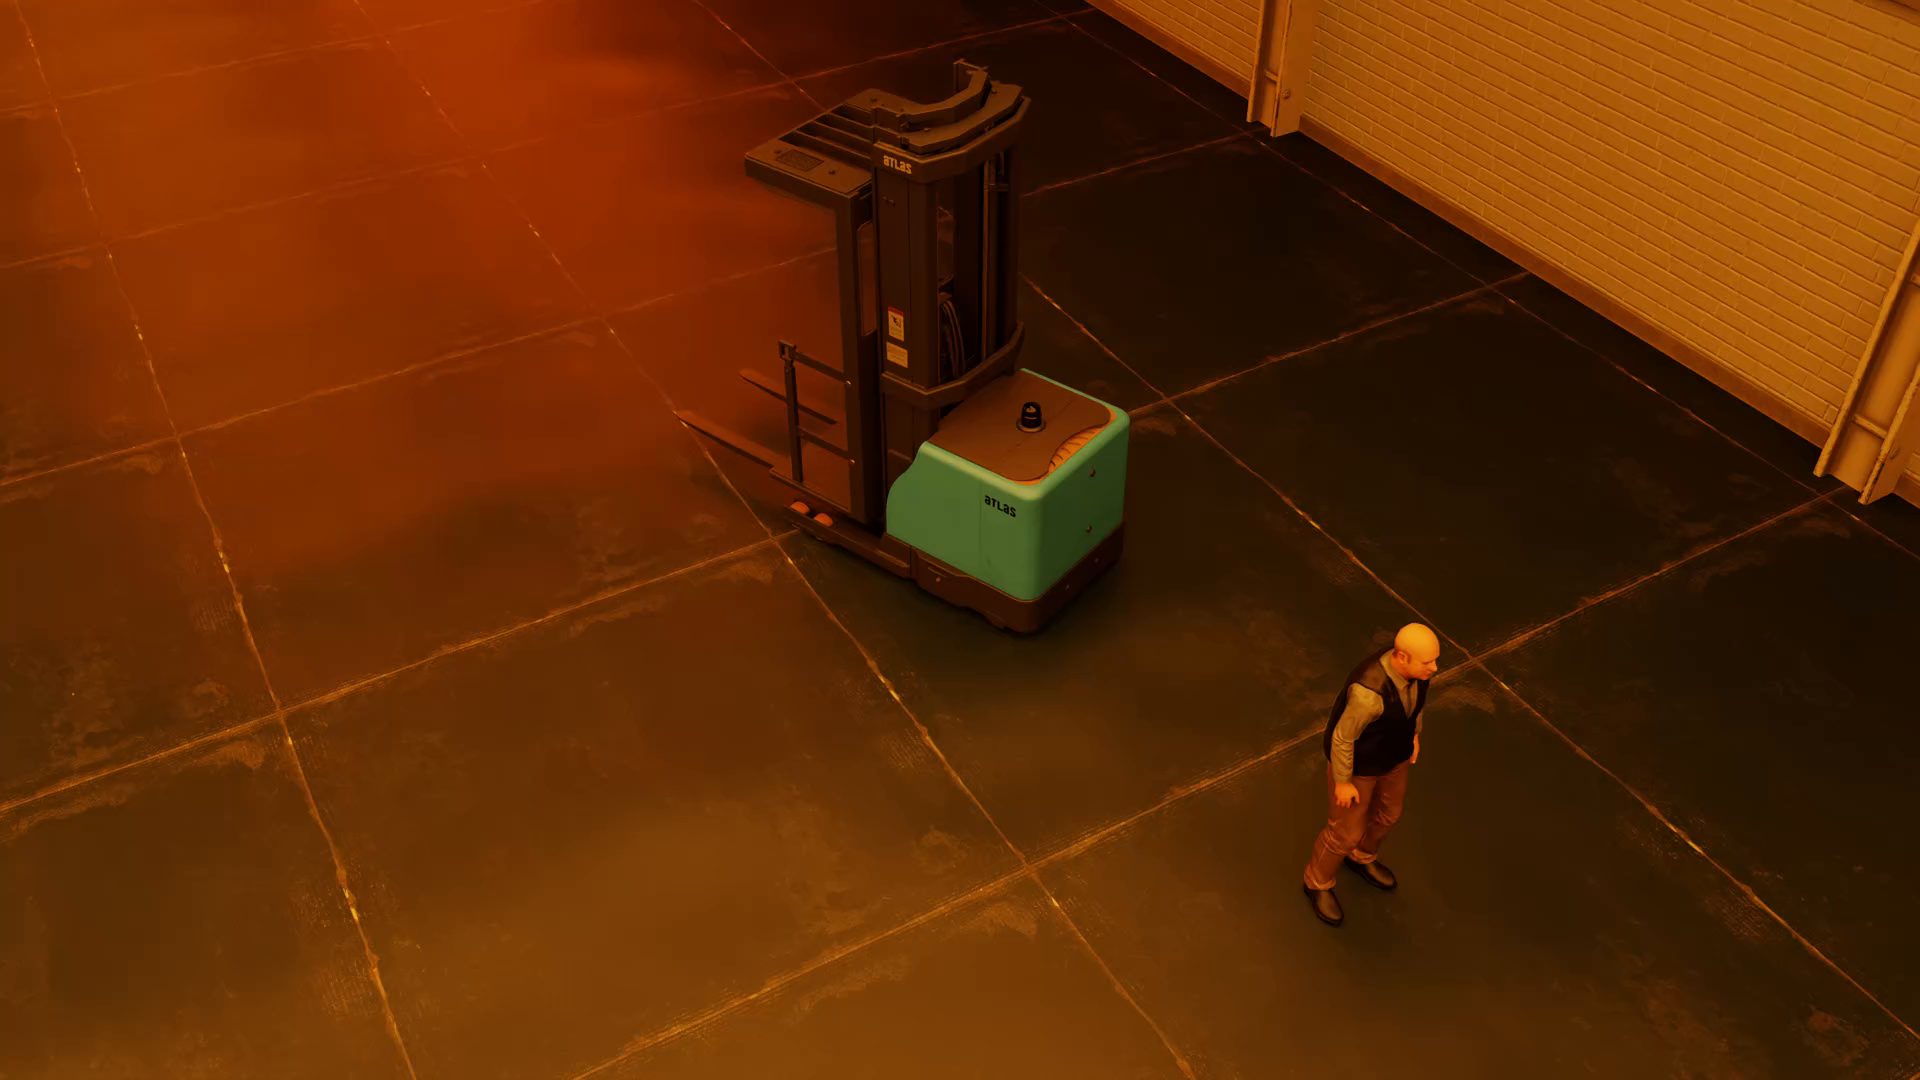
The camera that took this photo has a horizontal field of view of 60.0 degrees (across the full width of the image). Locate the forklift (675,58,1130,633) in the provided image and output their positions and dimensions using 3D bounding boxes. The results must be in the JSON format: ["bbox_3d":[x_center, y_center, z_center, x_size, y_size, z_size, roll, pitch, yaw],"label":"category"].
[{"bbox_3d":[-0.481,-1.366,9.683,3.031,2.935,1.130,26,46,28],"label":"forklift"}]

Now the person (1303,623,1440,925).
[{"bbox_3d":[1.920,1.018,7.758,0.593,1.720,0.425,-26,46,-28],"label":"person"}]
